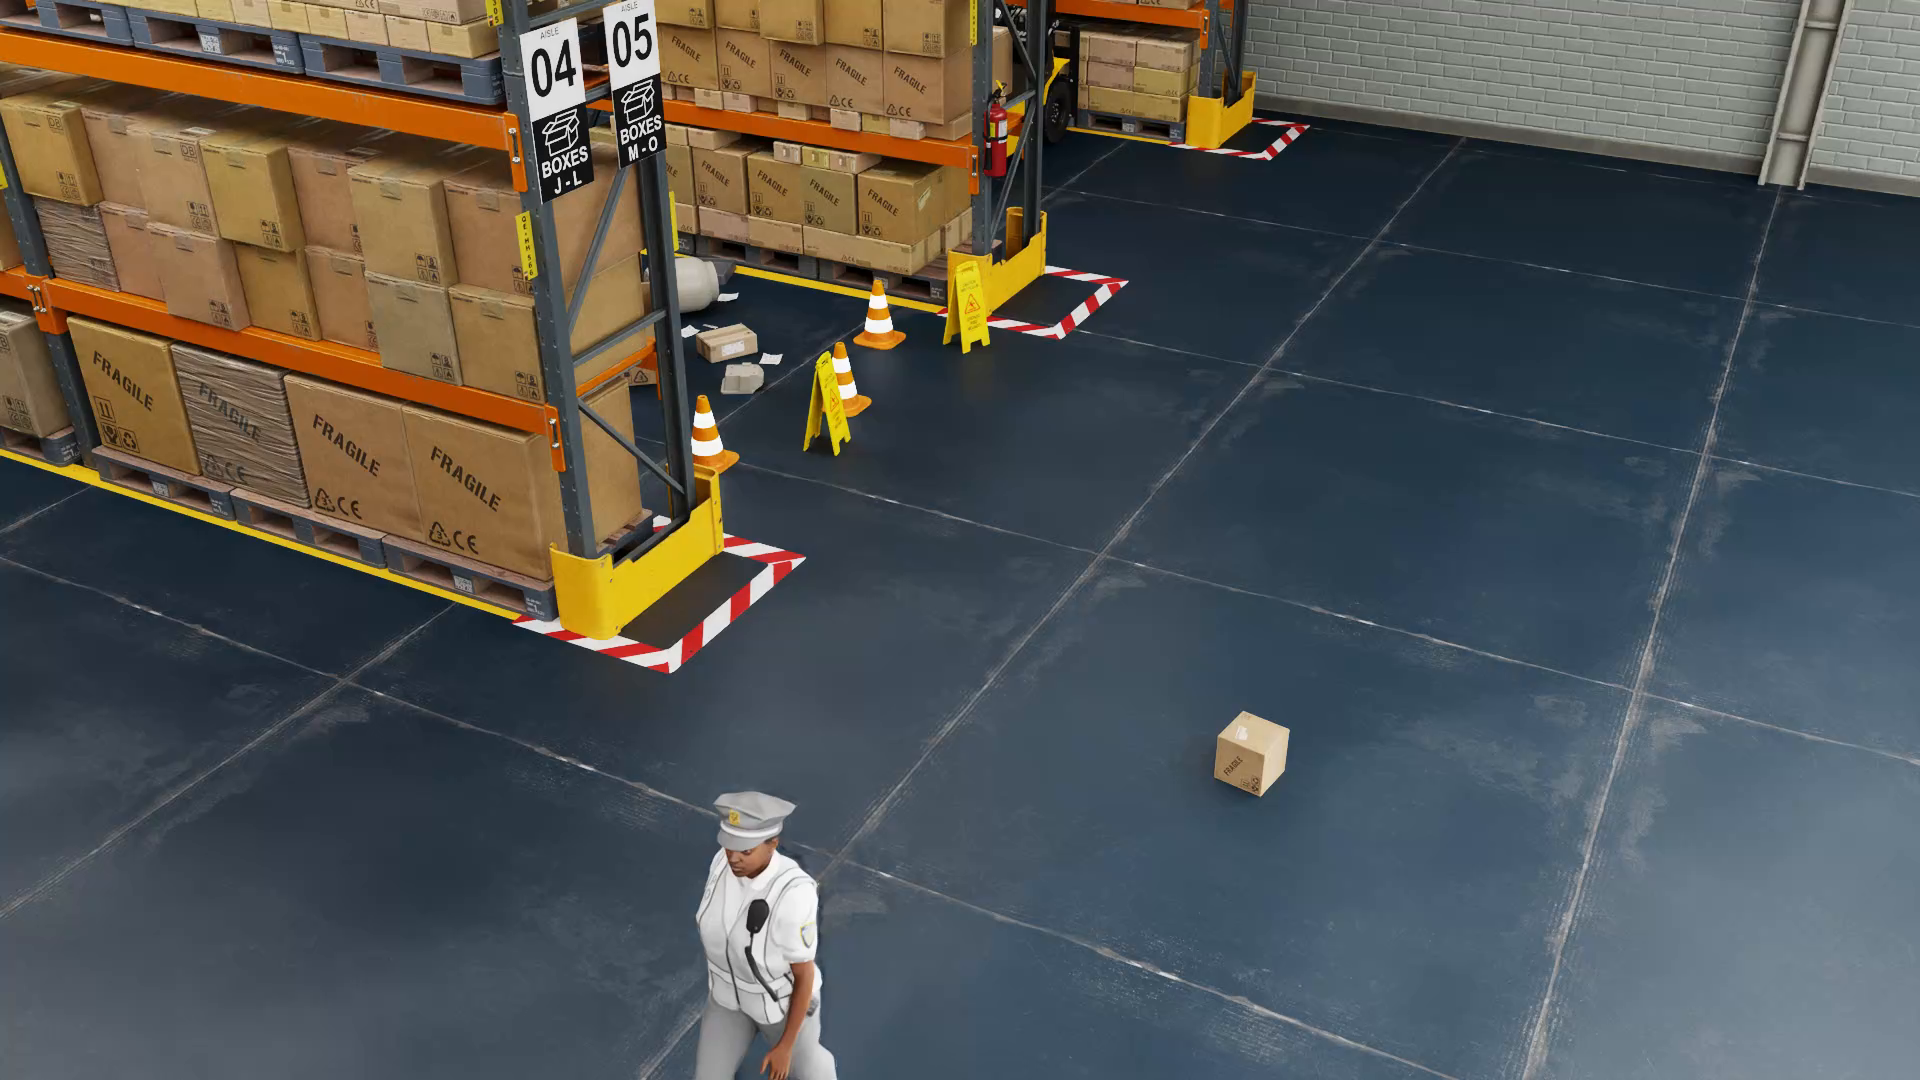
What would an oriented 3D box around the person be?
[{"bbox_3d":[-0.700,1.578,5.558,0.486,1.708,0.793,17,34,27],"label":"person"}]
